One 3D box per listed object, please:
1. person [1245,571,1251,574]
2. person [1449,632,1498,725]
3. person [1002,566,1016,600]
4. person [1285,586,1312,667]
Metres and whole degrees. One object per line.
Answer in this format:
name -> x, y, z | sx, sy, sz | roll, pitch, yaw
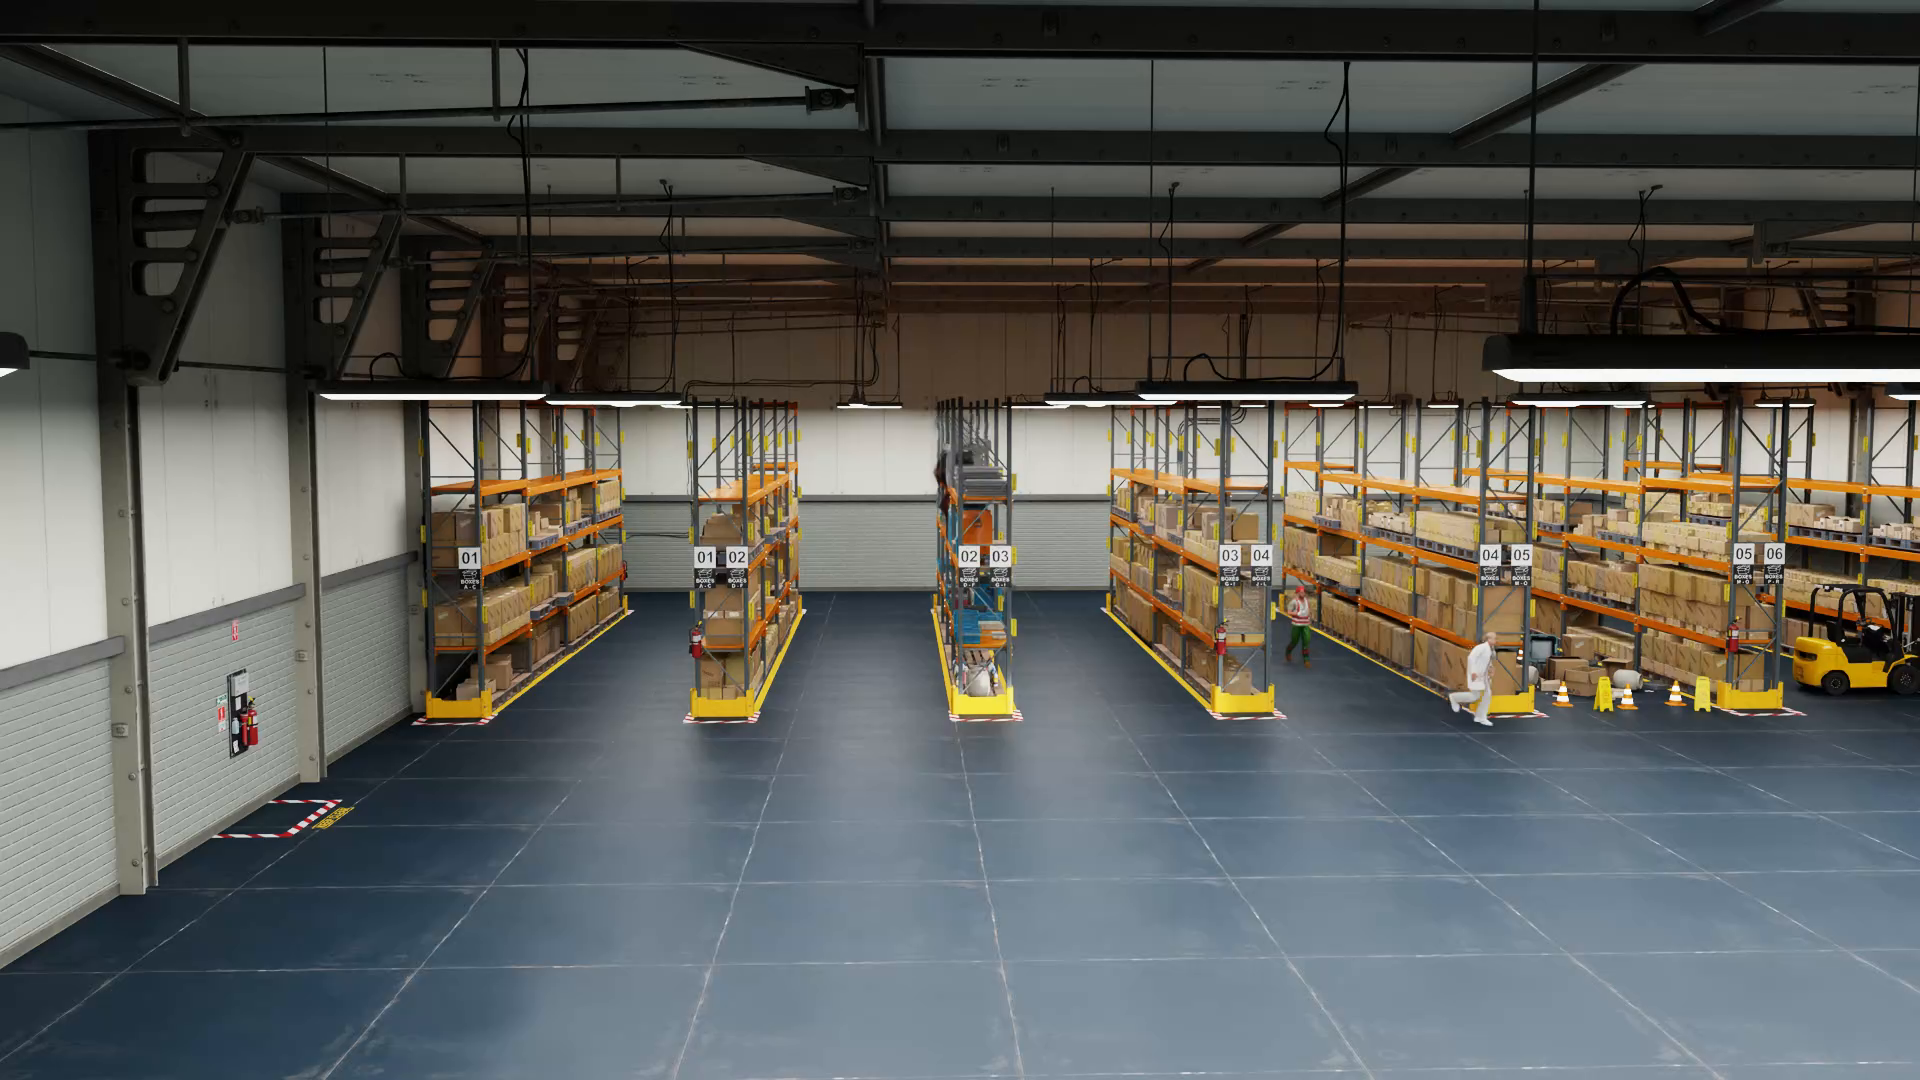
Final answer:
person -> 8.012, 1.281, 46.374 | 0.681, 1.740, 0.612 | 0, 4, 3
person -> 9.471, 2.523, 30.669 | 0.905, 1.727, 0.713 | 3, 6, 37
person -> 1.359, 1.086, 49.698 | 0.667, 1.604, 0.509 | 1, 5, 16
person -> 7.617, 1.915, 37.342 | 0.672, 1.782, 0.961 | -2, 5, -19
